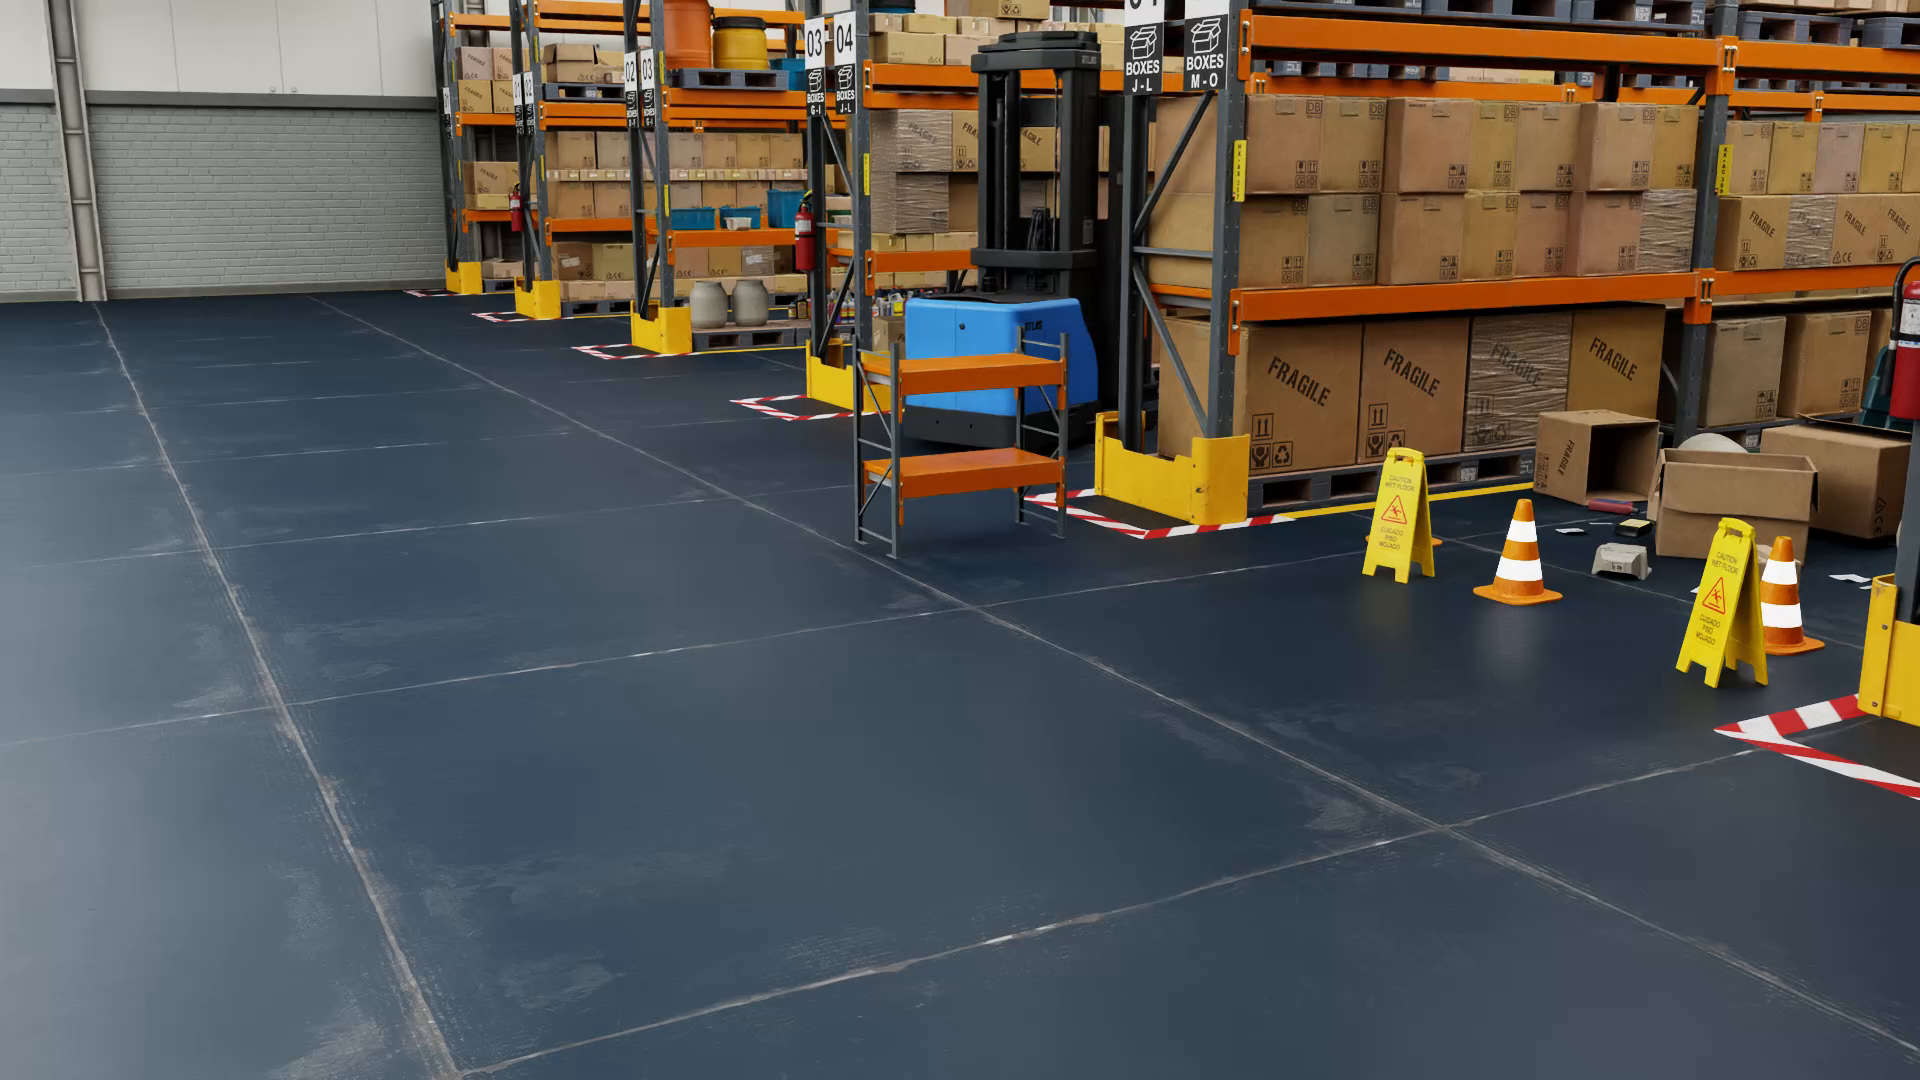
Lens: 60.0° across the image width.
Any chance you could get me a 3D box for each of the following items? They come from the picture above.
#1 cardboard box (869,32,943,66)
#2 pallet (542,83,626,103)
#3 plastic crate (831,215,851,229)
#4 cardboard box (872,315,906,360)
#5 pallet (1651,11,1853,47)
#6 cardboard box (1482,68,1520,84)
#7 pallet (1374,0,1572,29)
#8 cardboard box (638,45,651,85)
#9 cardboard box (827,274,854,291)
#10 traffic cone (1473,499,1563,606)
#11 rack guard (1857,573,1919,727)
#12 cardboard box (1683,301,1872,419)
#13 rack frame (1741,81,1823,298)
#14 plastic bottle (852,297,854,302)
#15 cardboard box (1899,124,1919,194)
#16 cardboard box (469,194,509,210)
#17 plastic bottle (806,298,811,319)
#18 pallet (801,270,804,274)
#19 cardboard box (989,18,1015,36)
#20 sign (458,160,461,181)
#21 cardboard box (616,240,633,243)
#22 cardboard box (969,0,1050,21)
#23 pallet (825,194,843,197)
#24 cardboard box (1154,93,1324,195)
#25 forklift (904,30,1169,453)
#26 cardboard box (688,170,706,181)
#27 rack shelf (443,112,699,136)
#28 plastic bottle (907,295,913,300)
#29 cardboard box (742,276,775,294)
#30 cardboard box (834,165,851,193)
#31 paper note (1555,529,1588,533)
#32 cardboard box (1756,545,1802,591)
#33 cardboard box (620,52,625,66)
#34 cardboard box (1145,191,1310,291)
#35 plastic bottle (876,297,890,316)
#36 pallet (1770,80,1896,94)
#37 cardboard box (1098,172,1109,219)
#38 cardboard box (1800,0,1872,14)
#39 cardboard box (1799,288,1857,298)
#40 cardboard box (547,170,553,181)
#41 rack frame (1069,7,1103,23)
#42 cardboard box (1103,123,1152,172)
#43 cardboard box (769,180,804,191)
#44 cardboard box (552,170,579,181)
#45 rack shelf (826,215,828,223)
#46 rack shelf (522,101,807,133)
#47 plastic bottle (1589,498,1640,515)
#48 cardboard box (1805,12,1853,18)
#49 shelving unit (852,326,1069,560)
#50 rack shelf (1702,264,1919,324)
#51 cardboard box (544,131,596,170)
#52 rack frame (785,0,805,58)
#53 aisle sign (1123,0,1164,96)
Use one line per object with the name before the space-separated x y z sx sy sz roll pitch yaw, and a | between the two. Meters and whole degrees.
cardboard box | -0.469 -4.029 13.688 0.500 0.250 0.500 -6 14 -26
pallet | -5.126 -6.037 22.471 1.213 0.211 1.003 -7 14 -28
plastic crate | -1.182 -3.665 19.161 0.437 0.136 0.530 -7 14 -28
cardboard box | -0.460 -1.685 14.503 0.500 0.500 0.500 -4 13 -17
pallet | 5.564 -3.568 11.735 1.217 0.209 0.805 -8 15 -30
cardboard box | 5.277 -4.717 16.748 0.500 0.250 0.500 -7 14 -28
pallet | 2.990 -3.301 10.313 1.213 0.211 1.003 -7 14 -28
cardboard box | -4.171 -6.454 22.622 0.500 0.500 0.500 -7 14 -28
cardboard box | -1.776 -3.826 24.584 0.500 0.250 0.500 -7 15 -29
traffic cone | 2.661 0.038 7.887 0.334 0.463 0.336 -7 14 -28
rack guard | 3.799 0.484 5.821 0.348 0.500 1.175 -7 14 -28
cardboard box | 6.133 -1.383 12.588 0.750 0.750 1.050 -7 14 -28
rack frame | 9.517 -3.900 19.607 0.127 3.000 1.000 -7 14 -28
plastic bottle | -1.231 -2.803 19.935 0.135 0.276 0.152 -7 14 -28
cardboard box | 7.002 -2.896 12.641 0.500 0.500 0.700 -7 14 -29
cardboard box | -7.556 -5.428 26.693 0.500 0.250 0.500 -7 15 -29
plastic bottle | -1.753 -2.777 19.818 0.135 0.276 0.152 -7 14 -27
pallet | -2.870 -4.773 29.838 1.213 0.211 1.003 -7 14 -28
cardboard box | 0.261 -4.305 14.010 0.250 0.149 0.380 -7 14 -28
sign | -7.876 -5.819 26.163 0.005 0.325 0.100 -7 14 -28
cardboard box | -4.561 -3.998 23.641 0.500 0.500 0.500 -7 14 -28
cardboard box | 0.416 -4.643 14.032 0.500 0.500 0.500 -7 14 -28
pallet | -2.832 -6.033 29.522 1.213 0.211 1.003 -7 14 -28
cardboard box | 1.616 -2.303 9.708 0.550 0.550 0.875 -7 14 -28
forklift | 0.891 -2.307 12.683 1.130 2.935 3.031 10 16 37
cardboard box | -3.731 -5.101 23.240 0.250 0.149 0.380 -6 14 -26
rack shelf | -6.381 -6.824 27.407 4.000 0.370 1.077 -7 14 -28
plastic bottle | -0.567 -2.781 19.837 0.135 0.276 0.152 -7 14 -28
cardboard box | -2.994 -3.690 23.978 0.500 0.250 0.500 -7 14 -28
cardboard box | -2.000 -6.491 29.890 0.500 0.500 0.700 -8 15 -33
paper note | 3.425 -0.055 9.289 0.142 0.017 0.144 -2 13 -8
cardboard box | 3.914 0.136 8.166 0.250 0.149 0.380 0 13 1
cardboard box | -5.414 -7.767 27.407 0.500 0.500 0.500 -6 14 -25
cardboard box | 1.576 -1.792 9.898 0.550 0.550 0.875 -7 14 -28
plastic bottle | -0.902 -2.705 19.498 0.135 0.276 0.152 -7 14 -27
pallet | 10.240 -5.404 19.661 1.213 0.211 1.003 -7 14 -28
cardboard box | 1.224 -3.099 15.142 0.500 0.500 0.875 -7 14 -28
cardboard box | 6.137 -3.784 11.646 0.250 0.149 0.380 -7 14 -28
cardboard box | 10.134 -3.122 20.034 0.875 0.875 0.875 -7 14 -28
cardboard box | -5.515 -4.989 22.742 0.250 0.149 0.380 -7 15 -29
rack frame | 2.397 -9.691 31.673 0.127 3.000 1.000 -7 14 -28
cardboard box | 1.354 -3.534 14.800 0.500 0.500 0.500 -7 14 -28
cardboard box | -2.635 -4.969 24.128 0.500 0.500 0.700 -7 15 -29
cardboard box | -5.312 -4.912 22.399 0.250 0.149 0.380 -7 14 -28
rack shelf | -0.493 -4.827 25.366 4.000 0.370 1.077 -7 14 -28
rack shelf | -4.004 -5.870 23.166 4.000 0.370 1.077 -7 14 -28
plastic bottle | 3.884 -0.195 9.835 0.283 0.061 0.133 11 17 40
cardboard box | 6.216 -3.992 12.204 0.500 0.311 0.500 -7 15 -30
shelving unit | 0.006 -0.549 8.989 1.048 1.125 0.538 -7 14 -28
rack shelf | 6.538 -1.951 12.586 4.000 0.370 1.077 -7 14 -28
cardboard box | -5.297 -5.281 22.561 0.500 0.500 0.700 -7 14 -28
rack frame | -2.248 -7.895 23.693 0.127 3.000 1.000 -7 14 -28
aisle sign | 1.066 -2.990 9.641 0.004 0.787 0.394 -7 14 -28
